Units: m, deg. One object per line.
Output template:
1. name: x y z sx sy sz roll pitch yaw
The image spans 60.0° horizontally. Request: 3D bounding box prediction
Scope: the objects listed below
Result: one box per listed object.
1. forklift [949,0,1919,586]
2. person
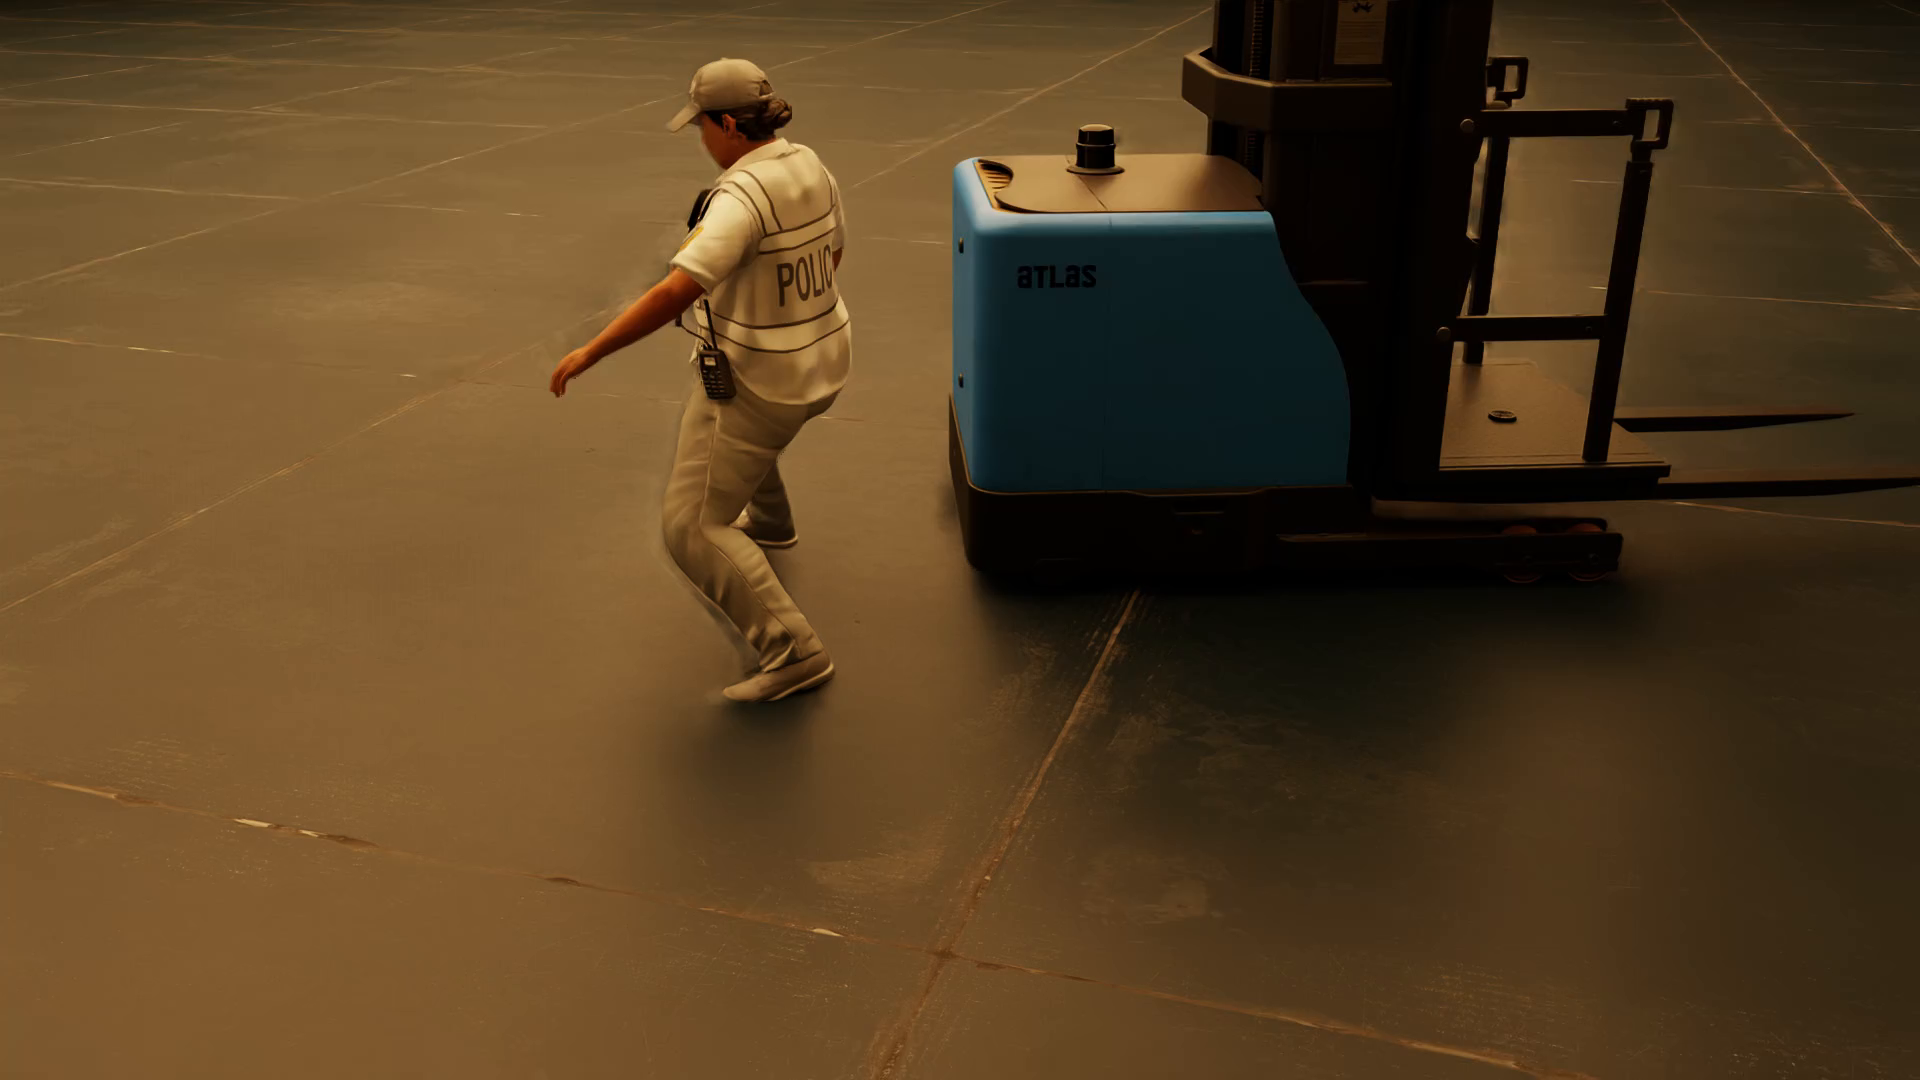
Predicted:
1. forklift: 1.505 -1.429 4.742 3.031 2.935 1.130 -1 22 -4
2. person: -0.572 -0.451 4.303 0.795 1.541 0.947 10 25 23
